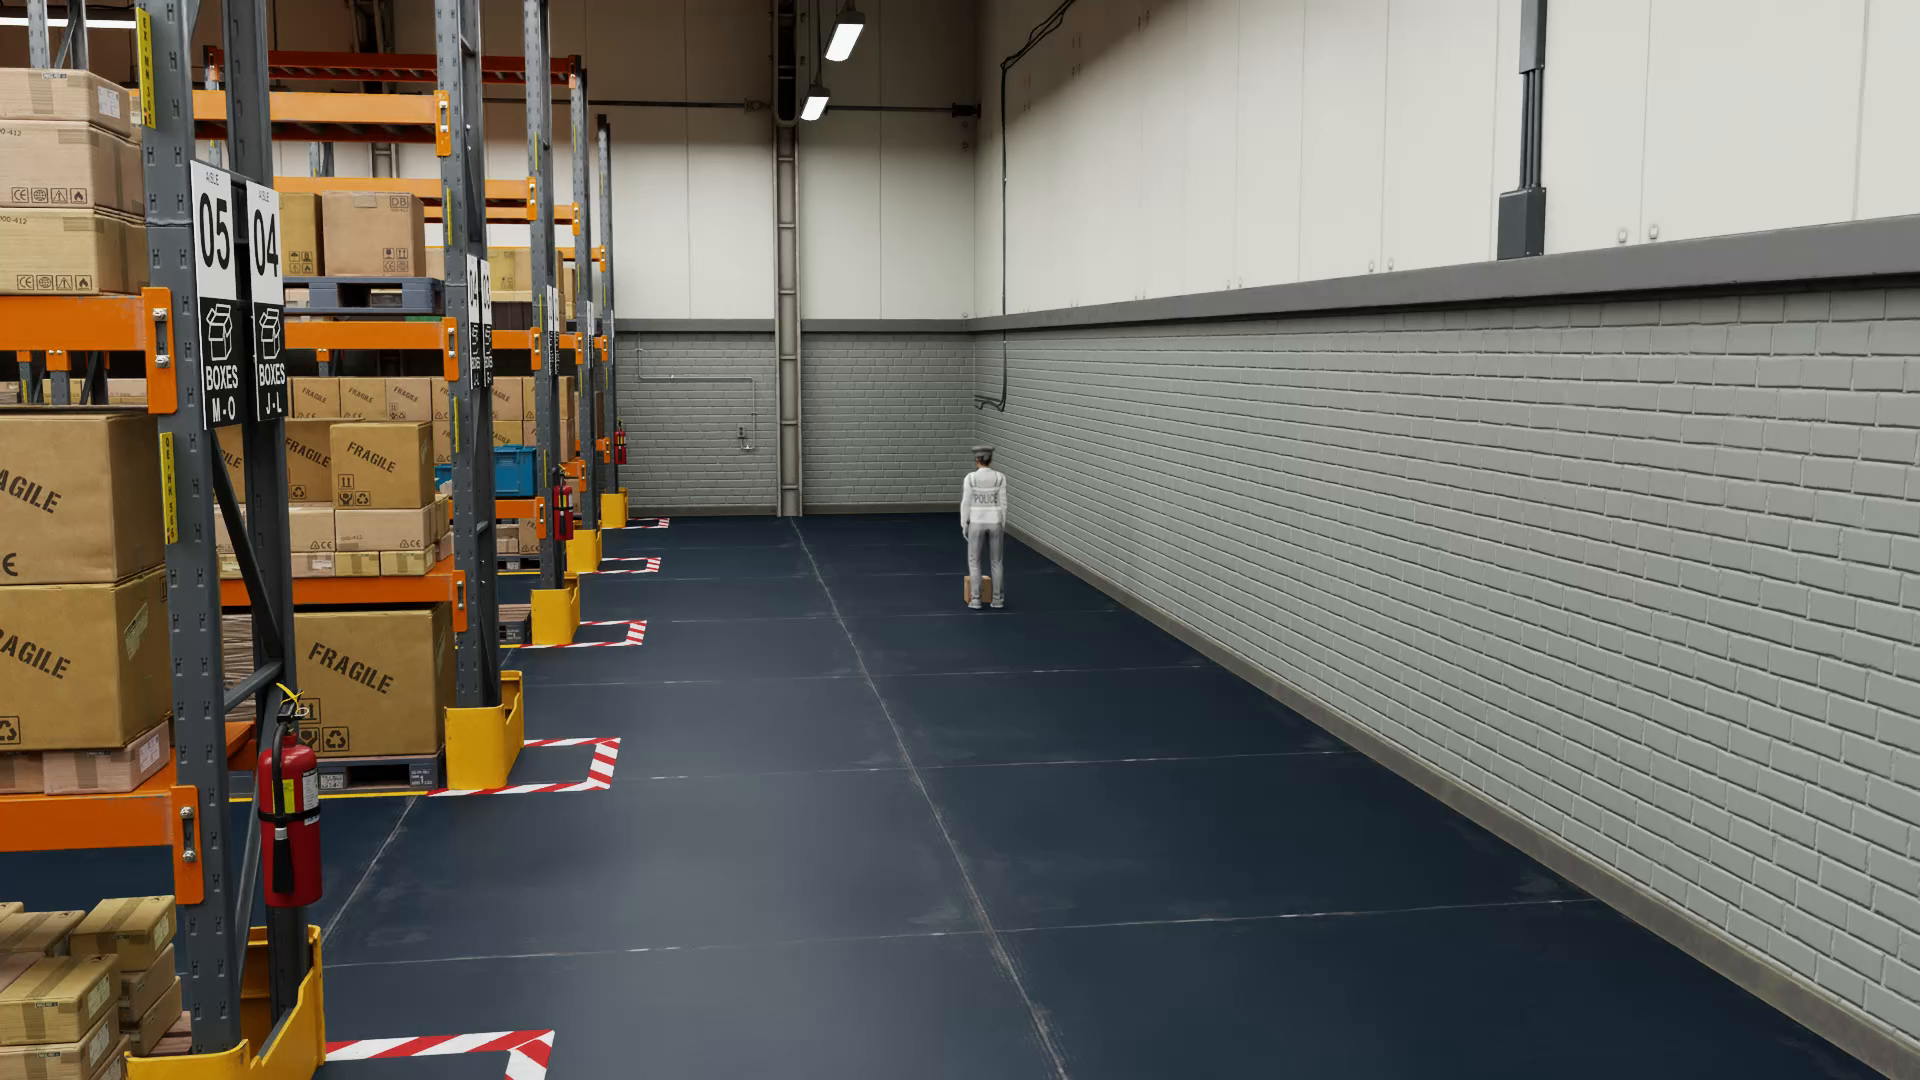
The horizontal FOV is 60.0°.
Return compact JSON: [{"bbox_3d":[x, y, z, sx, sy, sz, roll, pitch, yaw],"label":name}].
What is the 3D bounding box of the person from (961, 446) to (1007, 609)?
[{"bbox_3d":[0.241,-0.122,16.941,0.475,1.660,0.327,-1,7,-8],"label":"person"}]
